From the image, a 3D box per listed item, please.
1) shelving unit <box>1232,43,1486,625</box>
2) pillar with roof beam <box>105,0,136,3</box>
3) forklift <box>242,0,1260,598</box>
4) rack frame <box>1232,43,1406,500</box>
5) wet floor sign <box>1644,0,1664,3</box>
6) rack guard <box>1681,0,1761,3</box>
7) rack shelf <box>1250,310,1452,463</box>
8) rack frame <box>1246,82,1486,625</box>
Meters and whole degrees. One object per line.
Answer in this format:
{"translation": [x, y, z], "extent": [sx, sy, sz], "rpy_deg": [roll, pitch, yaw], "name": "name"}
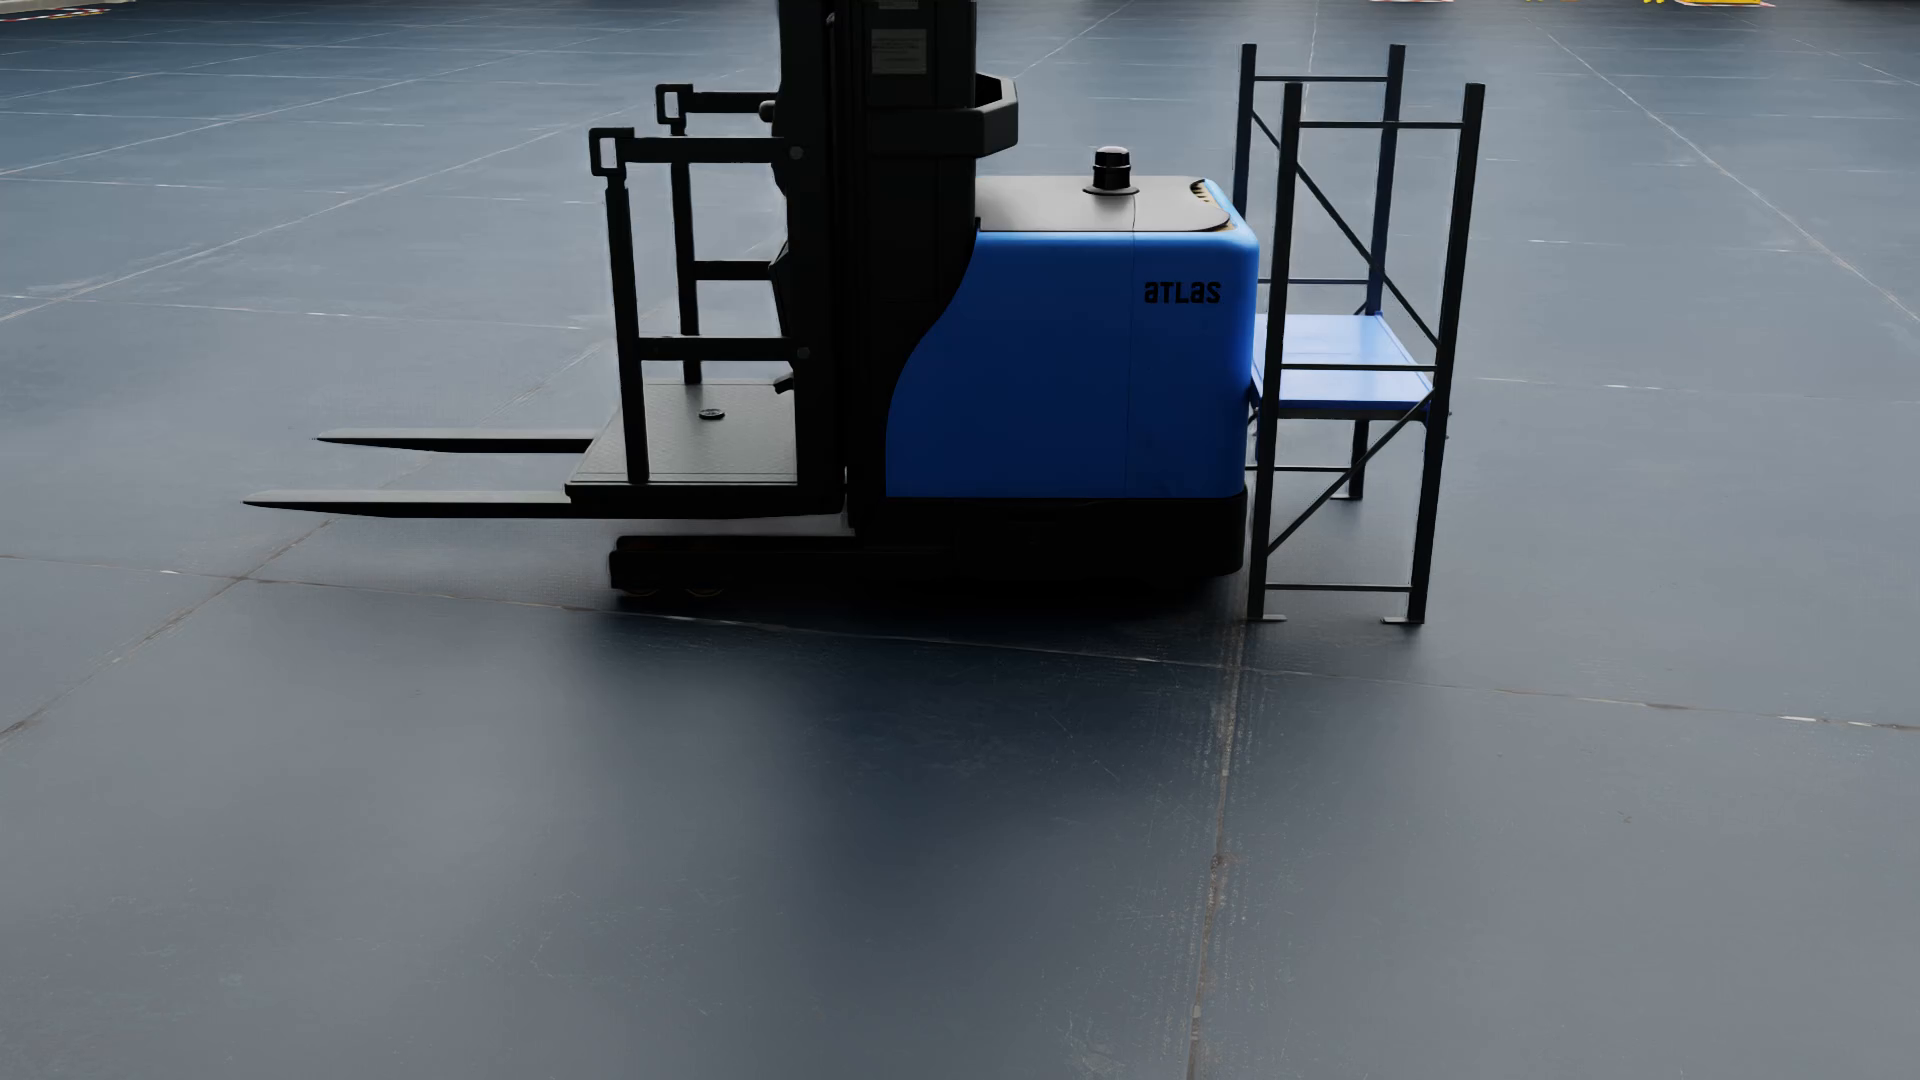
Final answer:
{"translation": [1.102, -0.653, 4.968], "extent": [0.538, 1.500, 1.048], "rpy_deg": [1, 22, 3], "name": "shelving unit"}
{"translation": [-9.530, -12.643, 24.700], "extent": [9.100, 9.000, 0.400], "rpy_deg": [4, 22, 11], "name": "pillar with roof beam"}
{"translation": [-0.662, -1.387, 4.874], "extent": [3.031, 2.935, 1.130], "rpy_deg": [0, 22, 1], "name": "forklift"}
{"translation": [1.127, -0.843, 5.439], "extent": [0.500, 1.500, 0.032], "rpy_deg": [1, 22, 3], "name": "rack frame"}
{"translation": [11.347, -9.092, 27.066], "extent": [0.267, 0.644, 0.232], "rpy_deg": [13, 25, 29], "name": "wet floor sign"}
{"translation": [12.448, -9.041, 27.132], "extent": [1.175, 0.500, 0.348], "rpy_deg": [4, 22, 11], "name": "rack guard"}
{"translation": [1.102, -0.487, 5.035], "extent": [0.538, 0.185, 1.000], "rpy_deg": [1, 22, 3], "name": "rack shelf"}
{"translation": [1.077, -0.464, 4.497], "extent": [0.500, 1.500, 0.032], "rpy_deg": [1, 22, 3], "name": "rack frame"}
